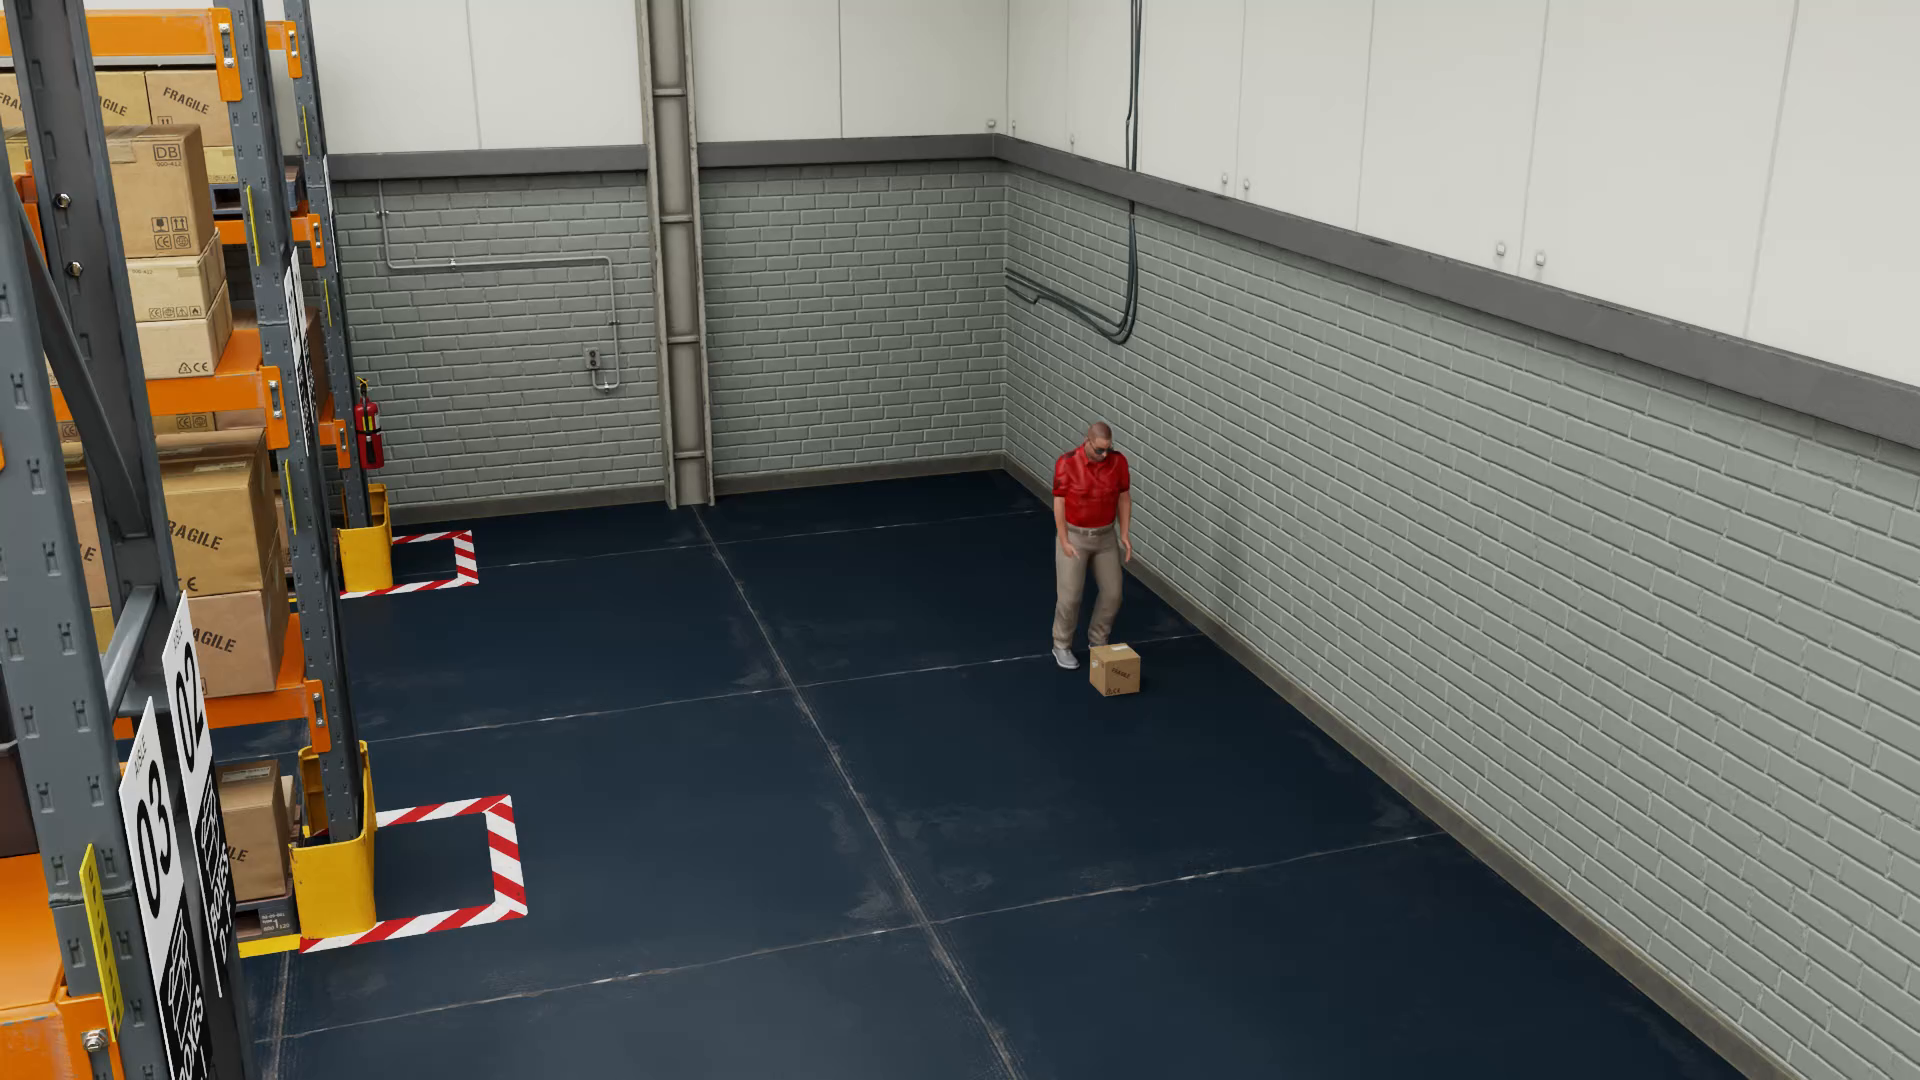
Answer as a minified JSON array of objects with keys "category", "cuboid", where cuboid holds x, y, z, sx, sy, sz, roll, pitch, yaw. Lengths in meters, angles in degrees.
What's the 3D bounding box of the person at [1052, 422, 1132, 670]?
[{"category":"person","cuboid":[0.886,0.019,11.110,0.550,1.694,0.369,-6,20,-16]}]
